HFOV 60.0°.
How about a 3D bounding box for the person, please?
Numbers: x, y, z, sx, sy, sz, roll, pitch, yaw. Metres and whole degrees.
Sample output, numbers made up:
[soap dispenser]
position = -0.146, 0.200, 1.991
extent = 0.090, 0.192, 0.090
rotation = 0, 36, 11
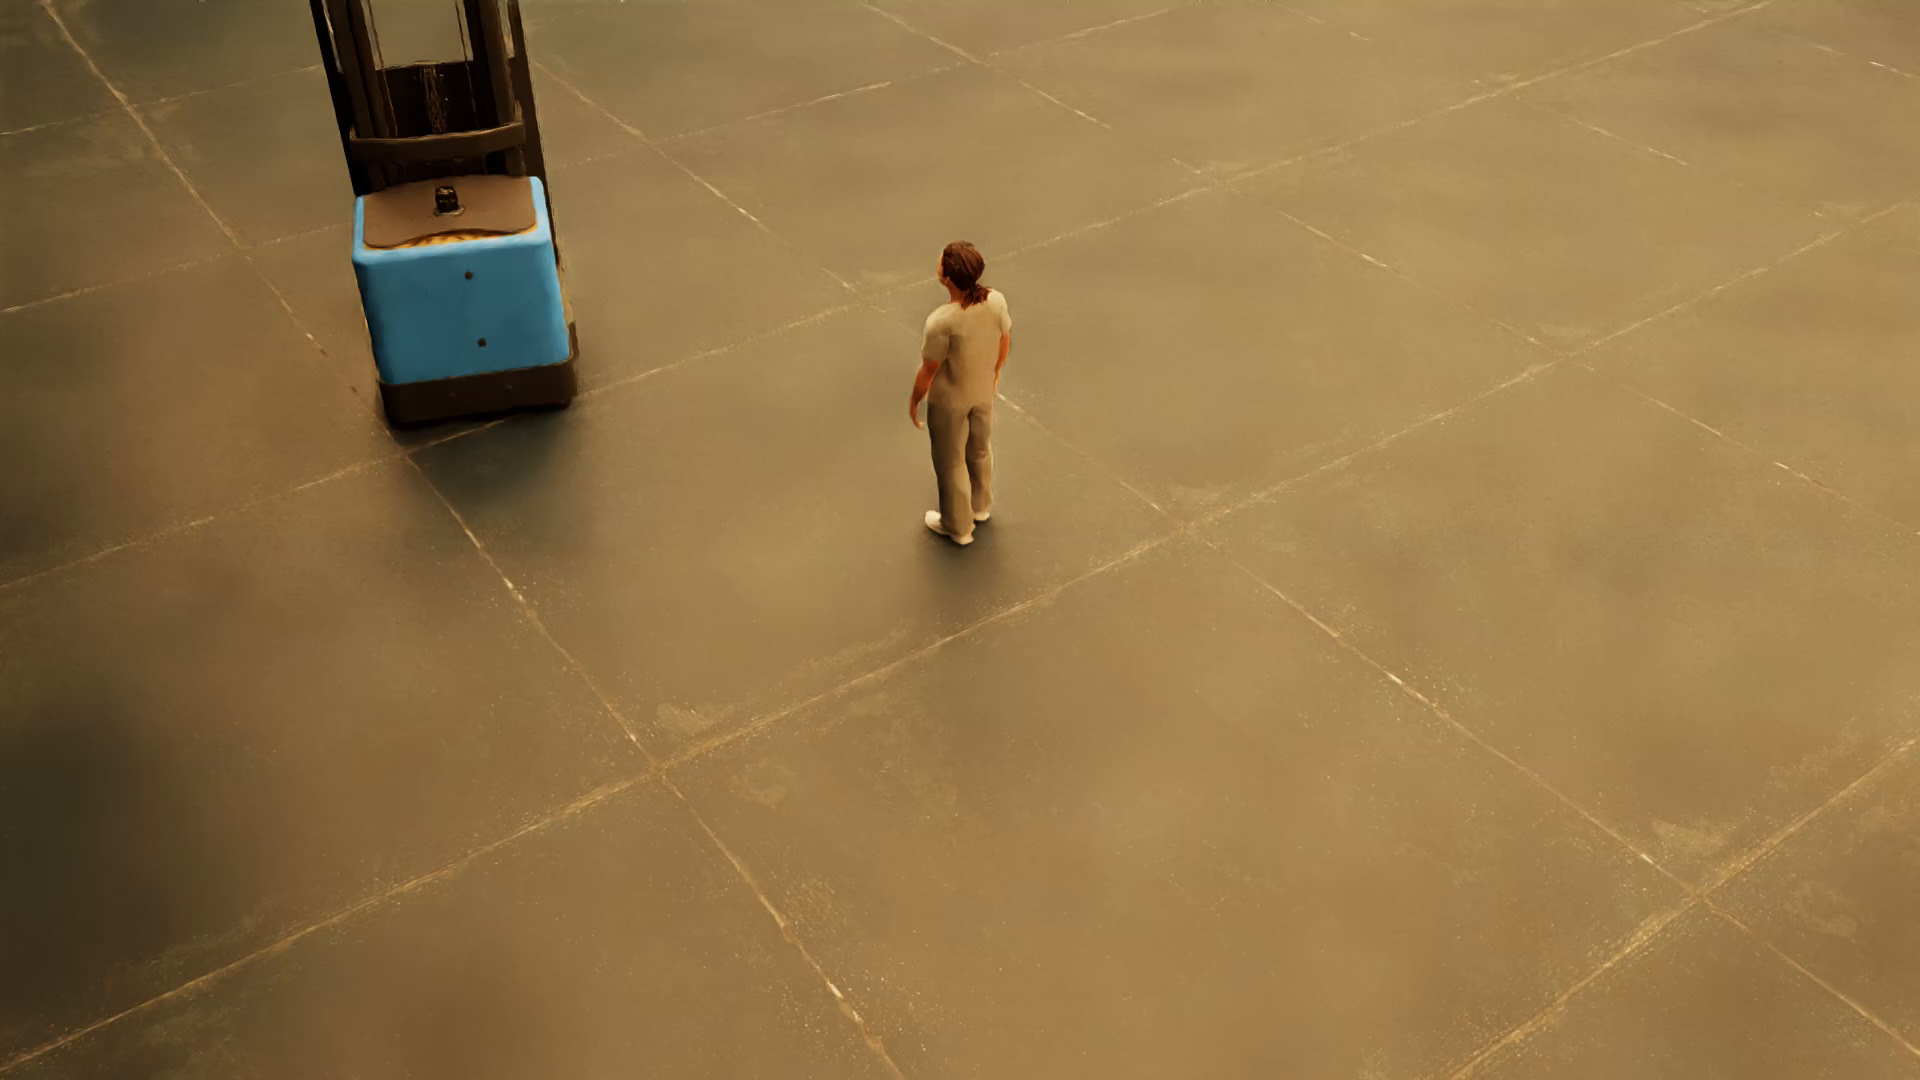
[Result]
[person]
position = -0.032, -0.720, 7.962
extent = 0.550, 1.674, 0.548
rotation = -23, 42, -28

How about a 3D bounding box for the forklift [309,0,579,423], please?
[forklift]
position = -3.049, -2.702, 9.599
extent = 1.130, 2.935, 3.031
rotation = -9, 37, -12
